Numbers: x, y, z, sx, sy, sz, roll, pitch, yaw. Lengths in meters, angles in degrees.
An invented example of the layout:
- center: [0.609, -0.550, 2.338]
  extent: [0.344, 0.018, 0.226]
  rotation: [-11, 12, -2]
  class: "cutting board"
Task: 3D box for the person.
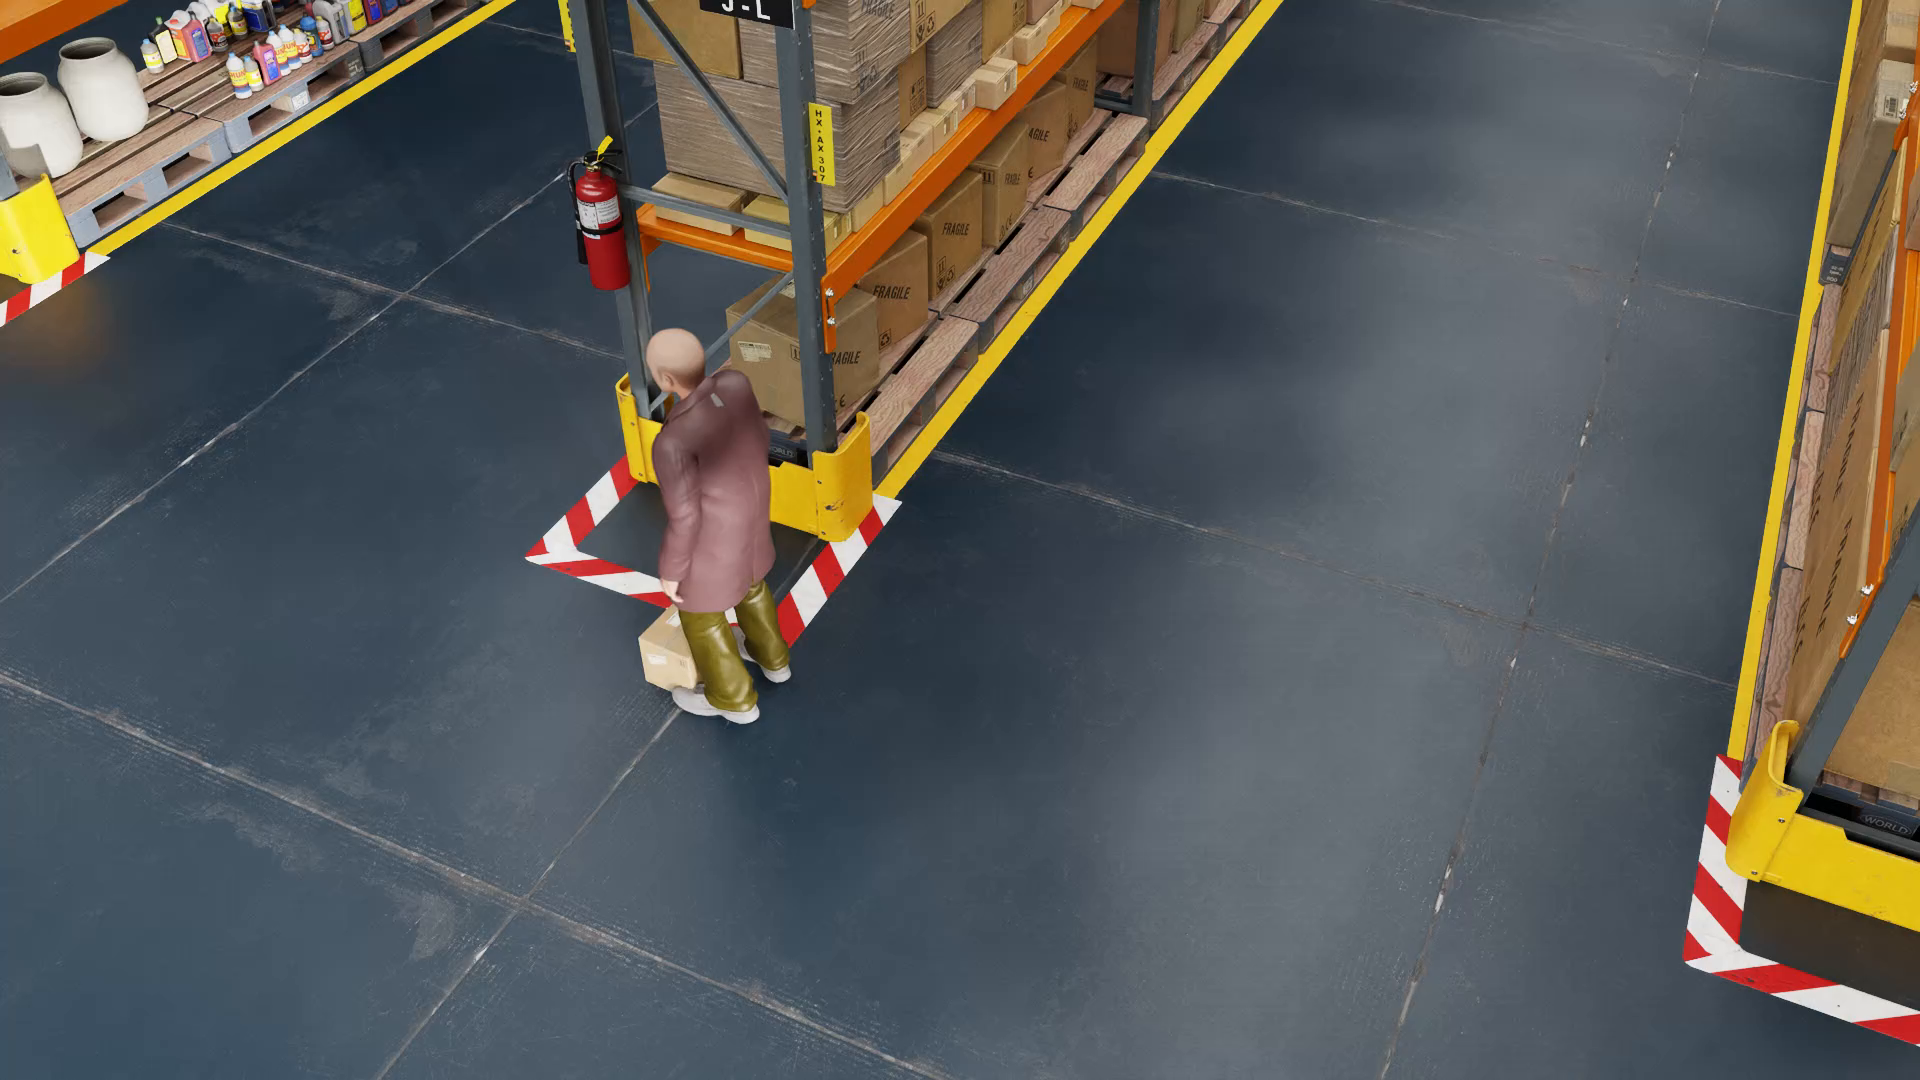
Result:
- center: [-0.915, -0.043, 6.220]
  extent: [0.417, 1.774, 0.652]
  rotation: [20, 45, 21]
  class: "person"
